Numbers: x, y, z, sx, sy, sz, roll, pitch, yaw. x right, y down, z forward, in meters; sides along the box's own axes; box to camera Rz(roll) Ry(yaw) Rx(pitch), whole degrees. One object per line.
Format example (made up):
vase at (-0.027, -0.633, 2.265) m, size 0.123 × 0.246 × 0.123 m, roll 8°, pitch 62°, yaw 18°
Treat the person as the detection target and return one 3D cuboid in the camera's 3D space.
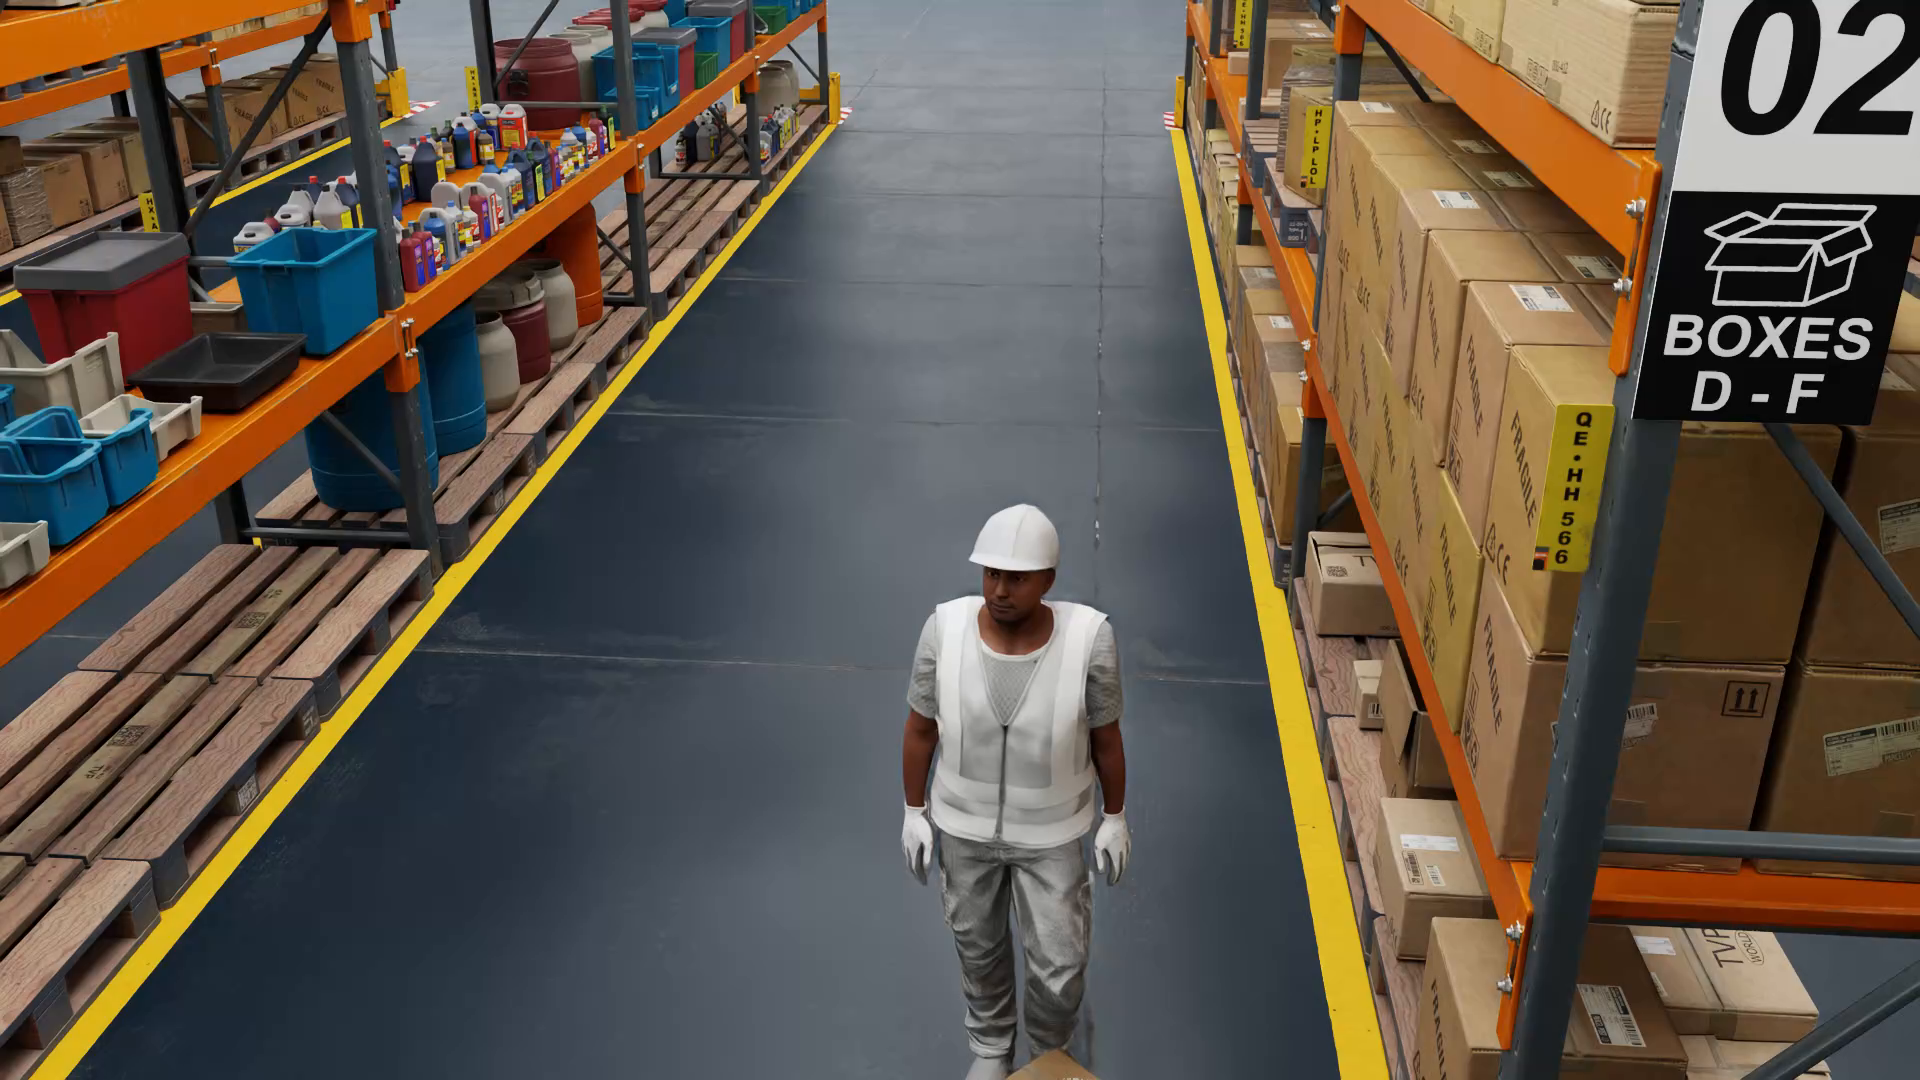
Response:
person at (0.131, 0.771, 4.321) m, size 0.602 × 1.802 × 0.451 m, roll 6°, pitch 25°, yaw 12°
